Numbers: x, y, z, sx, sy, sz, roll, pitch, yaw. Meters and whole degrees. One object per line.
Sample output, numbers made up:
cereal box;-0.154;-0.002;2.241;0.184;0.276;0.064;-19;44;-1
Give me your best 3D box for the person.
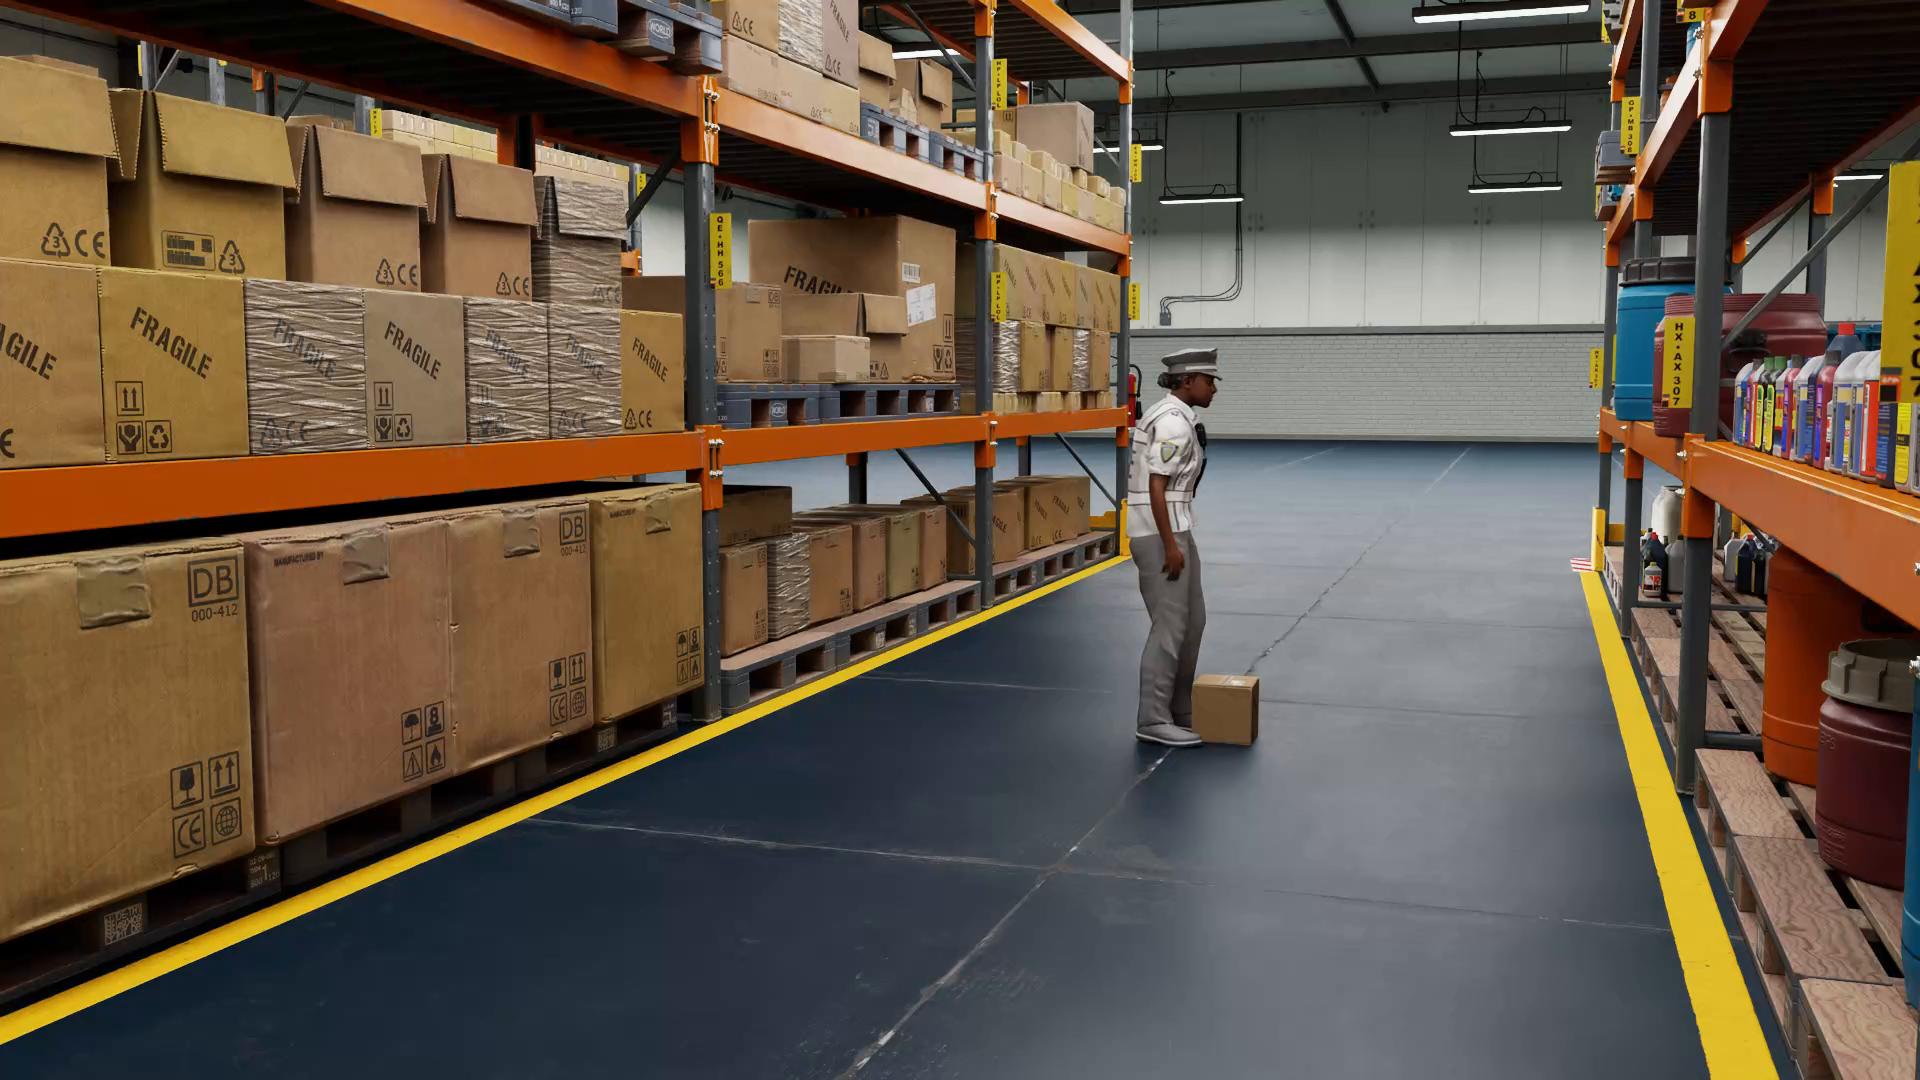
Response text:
person;0.921;0.014;7.092;0.428;1.660;0.530;1;6;15
